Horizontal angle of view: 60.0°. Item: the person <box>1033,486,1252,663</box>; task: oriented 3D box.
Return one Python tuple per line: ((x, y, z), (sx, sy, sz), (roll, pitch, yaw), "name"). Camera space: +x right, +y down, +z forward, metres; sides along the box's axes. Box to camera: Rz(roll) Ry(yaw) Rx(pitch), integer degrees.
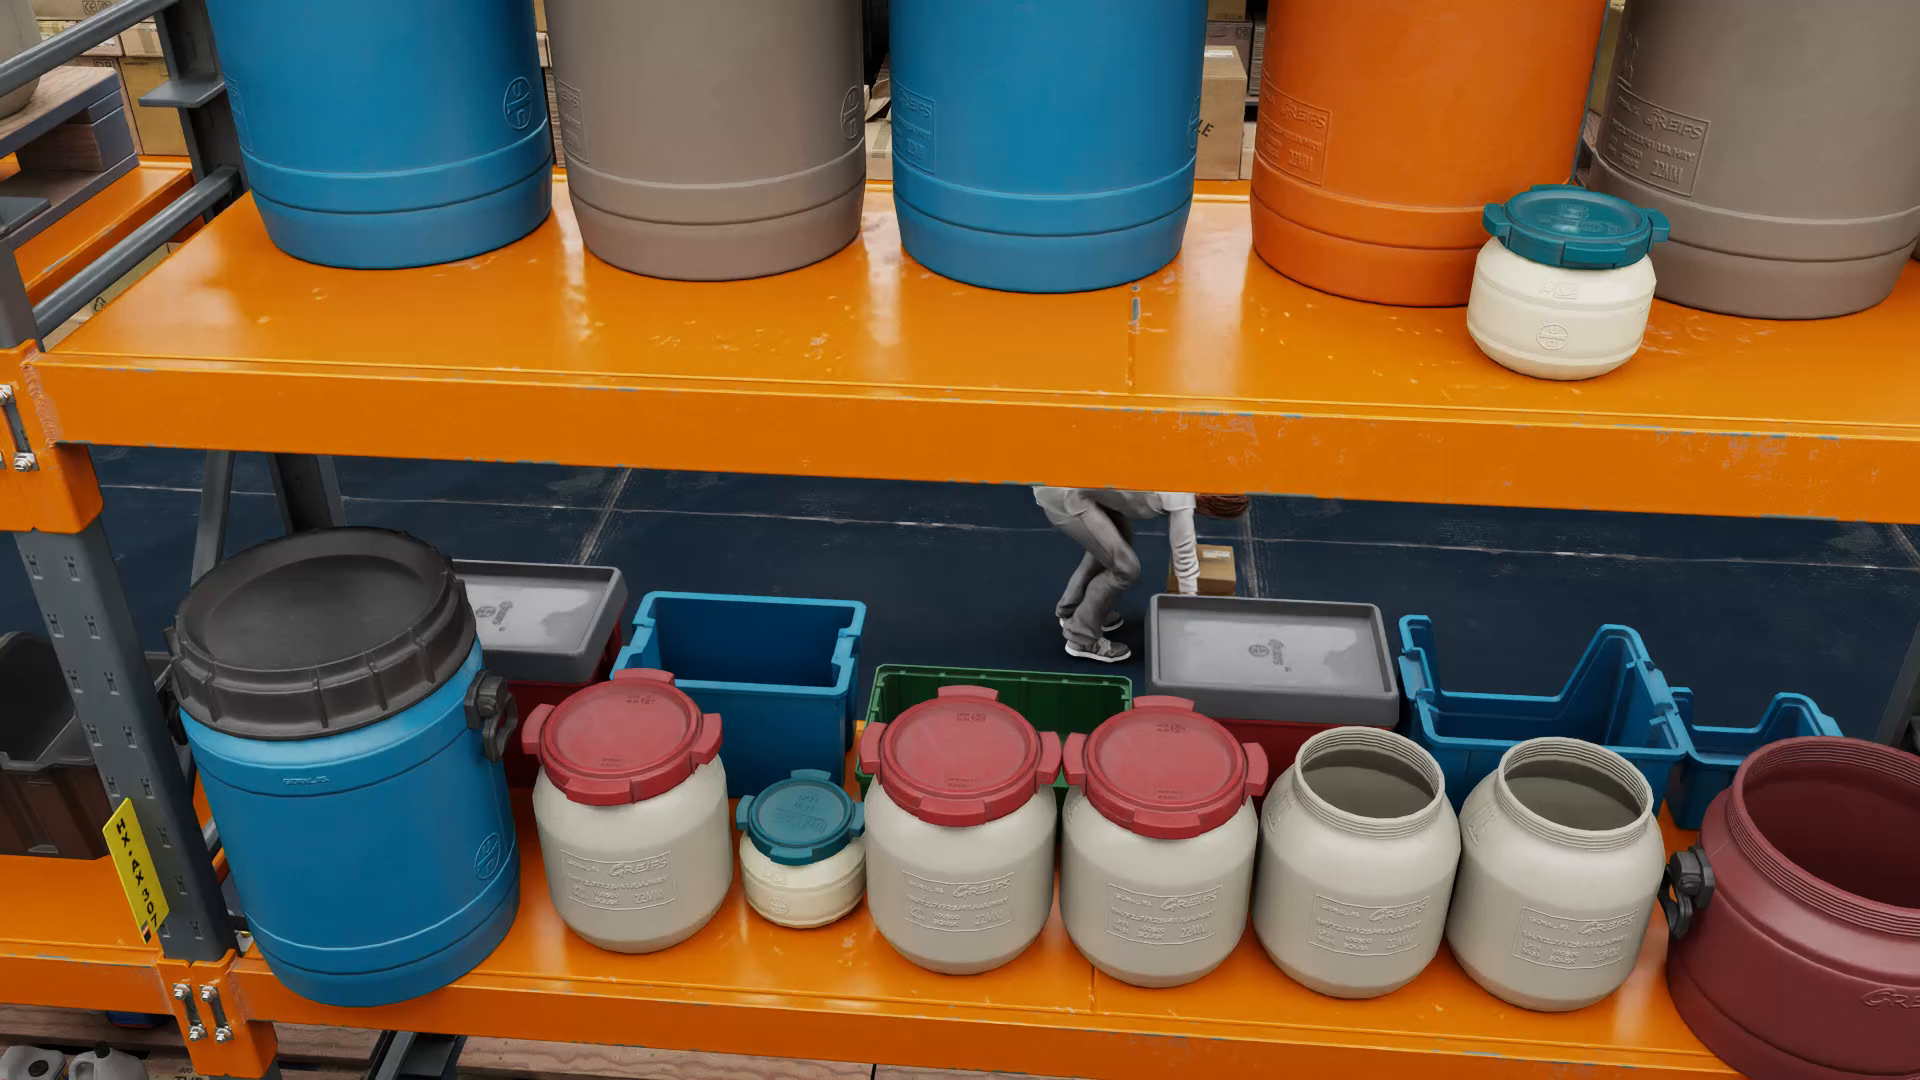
((0.719, 0.025, 6.703), (0.868, 0.958, 0.405), (1, 32, 2), "person")
